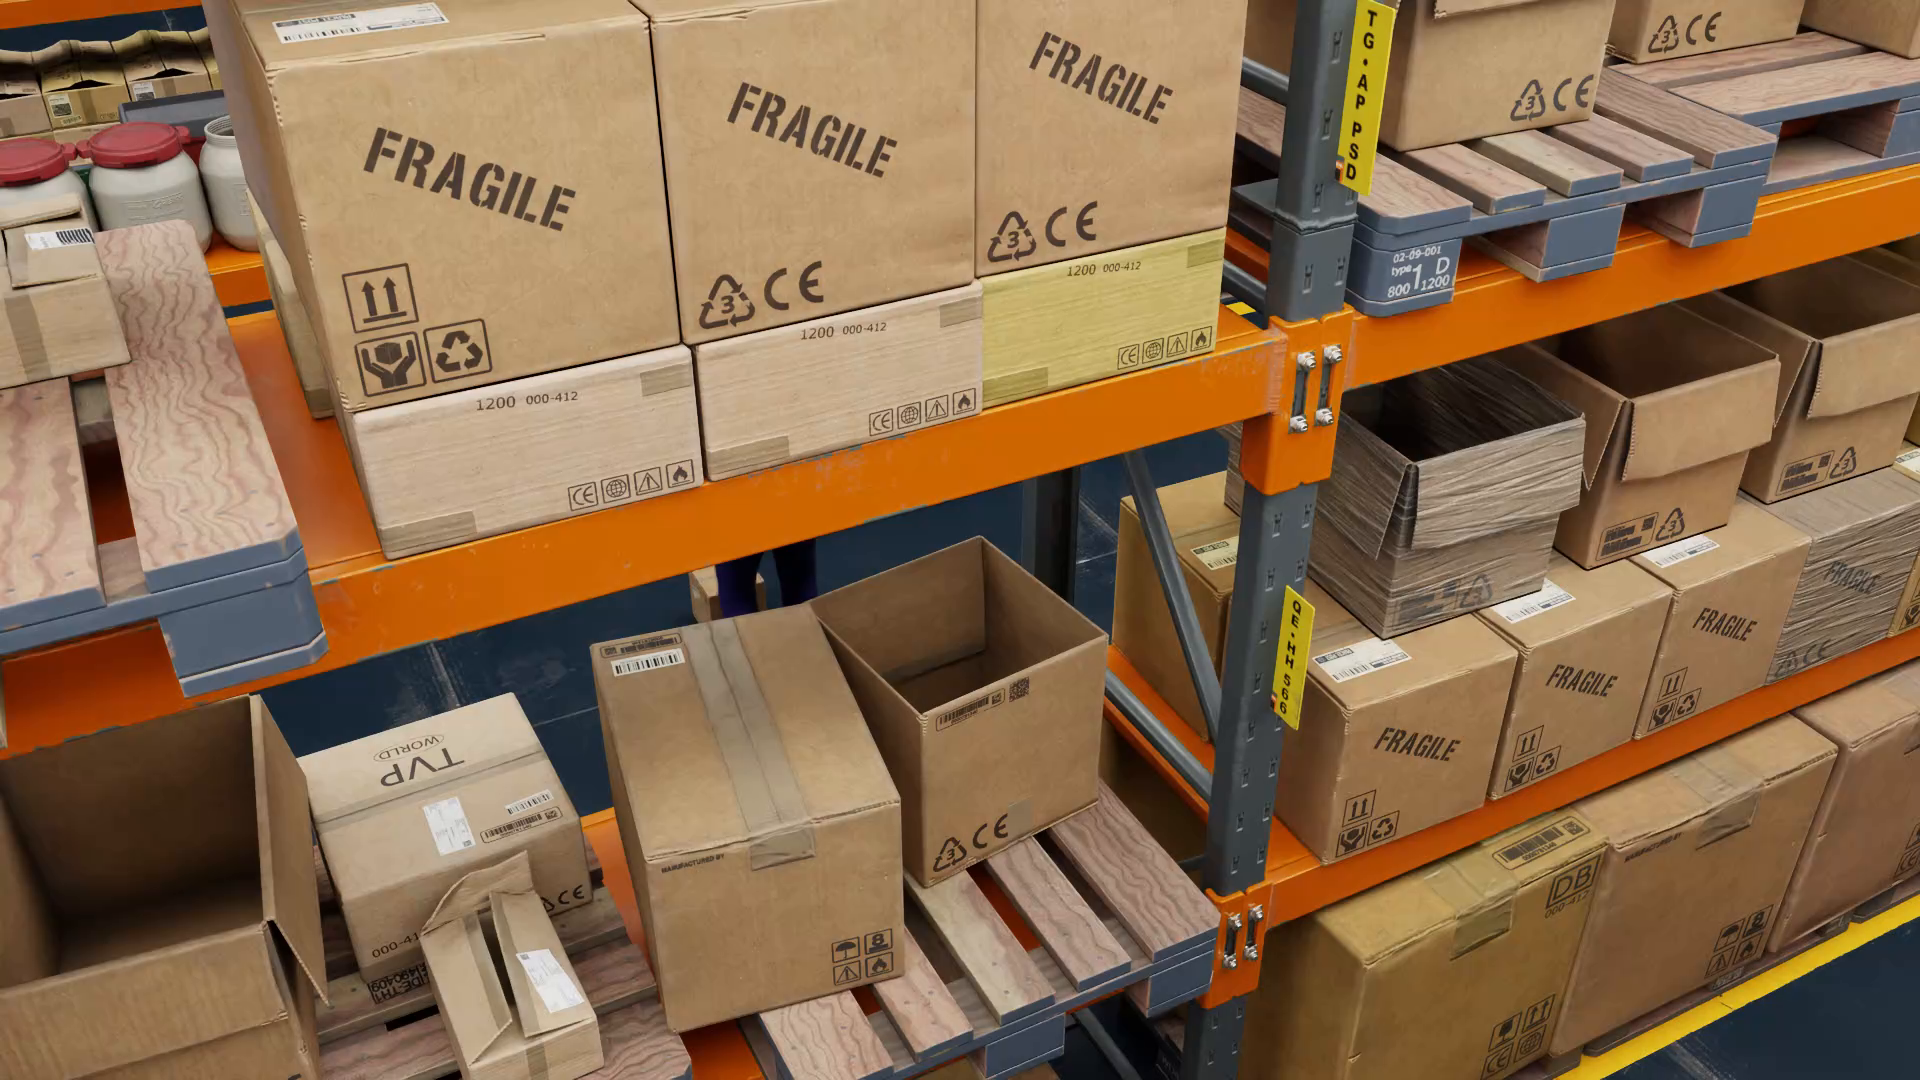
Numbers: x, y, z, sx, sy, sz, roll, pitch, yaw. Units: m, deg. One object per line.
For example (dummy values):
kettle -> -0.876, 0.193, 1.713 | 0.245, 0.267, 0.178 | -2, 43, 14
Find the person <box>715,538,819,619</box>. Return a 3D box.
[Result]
person -> -0.768, -0.025, 6.363 | 0.470, 1.423, 0.359 | -15, 36, -22
